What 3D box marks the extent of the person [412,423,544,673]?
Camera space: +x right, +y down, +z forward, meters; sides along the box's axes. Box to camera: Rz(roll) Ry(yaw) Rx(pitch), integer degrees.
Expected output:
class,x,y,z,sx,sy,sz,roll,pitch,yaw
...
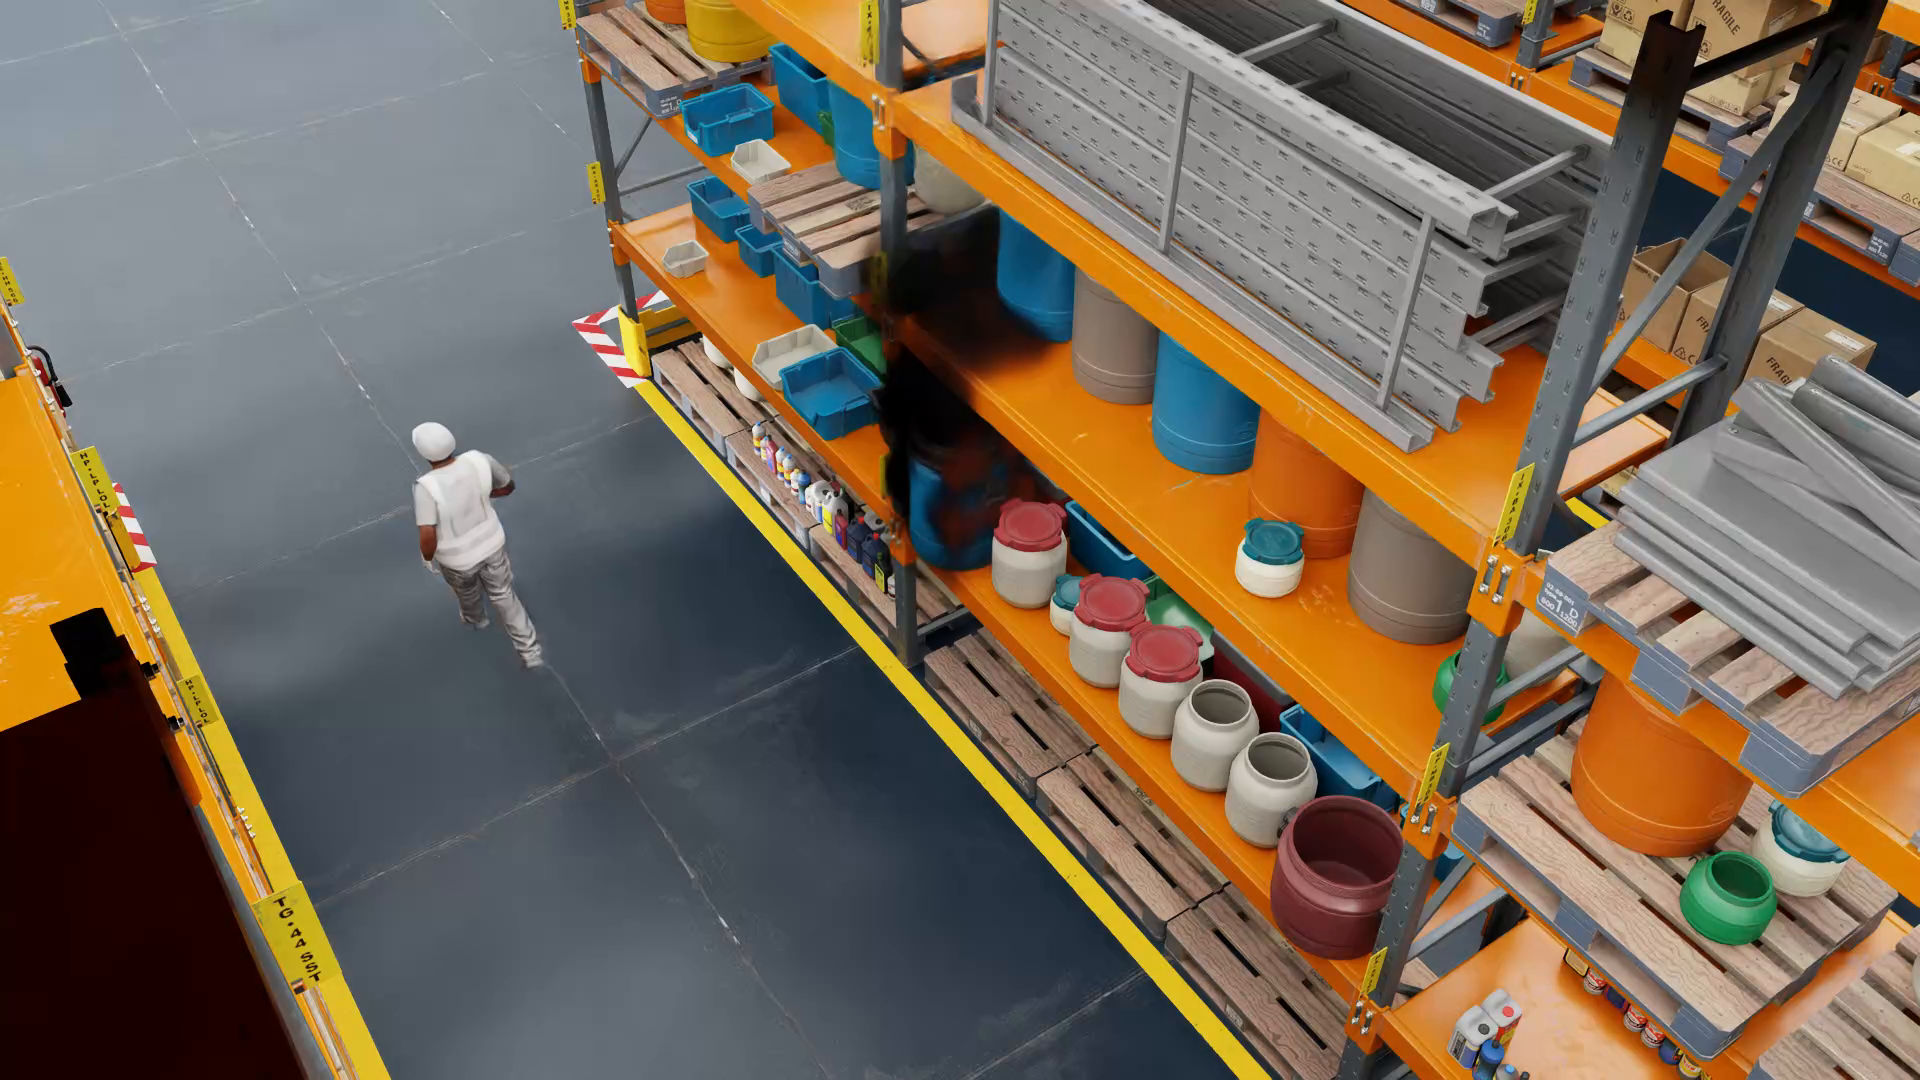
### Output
class,x,y,z,sx,sy,sz,roll,pitch,yaw
person,-2.932,0.045,9.981,0.708,1.803,0.952,-34,52,-31
